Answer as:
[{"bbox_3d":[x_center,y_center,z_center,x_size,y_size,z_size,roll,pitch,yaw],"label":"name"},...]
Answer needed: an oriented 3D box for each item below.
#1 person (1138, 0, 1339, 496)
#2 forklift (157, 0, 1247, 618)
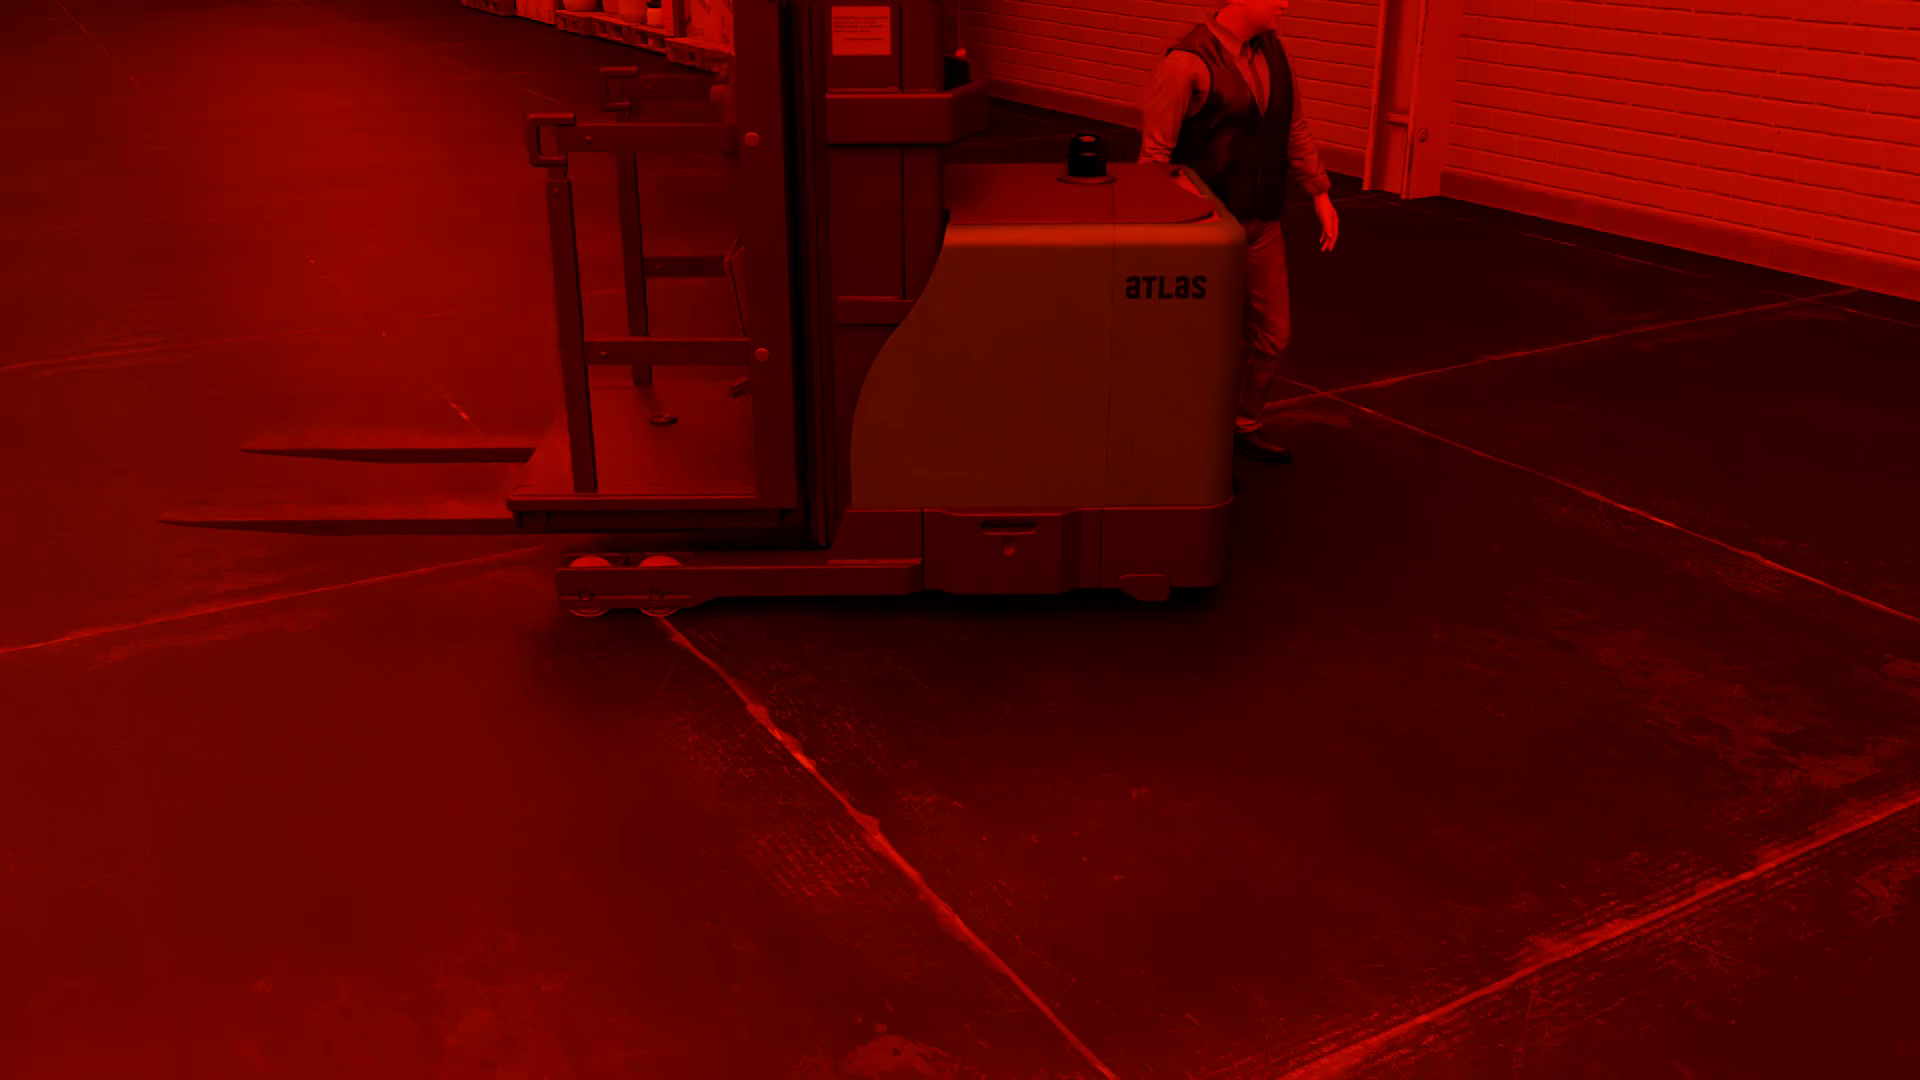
[{"bbox_3d":[0.891,-1.017,5.393,0.738,1.695,0.470,-15,27,-33],"label":"person"},{"bbox_3d":[-0.759,-1.344,4.550,3.031,2.935,1.130,0,22,-1],"label":"forklift"}]
